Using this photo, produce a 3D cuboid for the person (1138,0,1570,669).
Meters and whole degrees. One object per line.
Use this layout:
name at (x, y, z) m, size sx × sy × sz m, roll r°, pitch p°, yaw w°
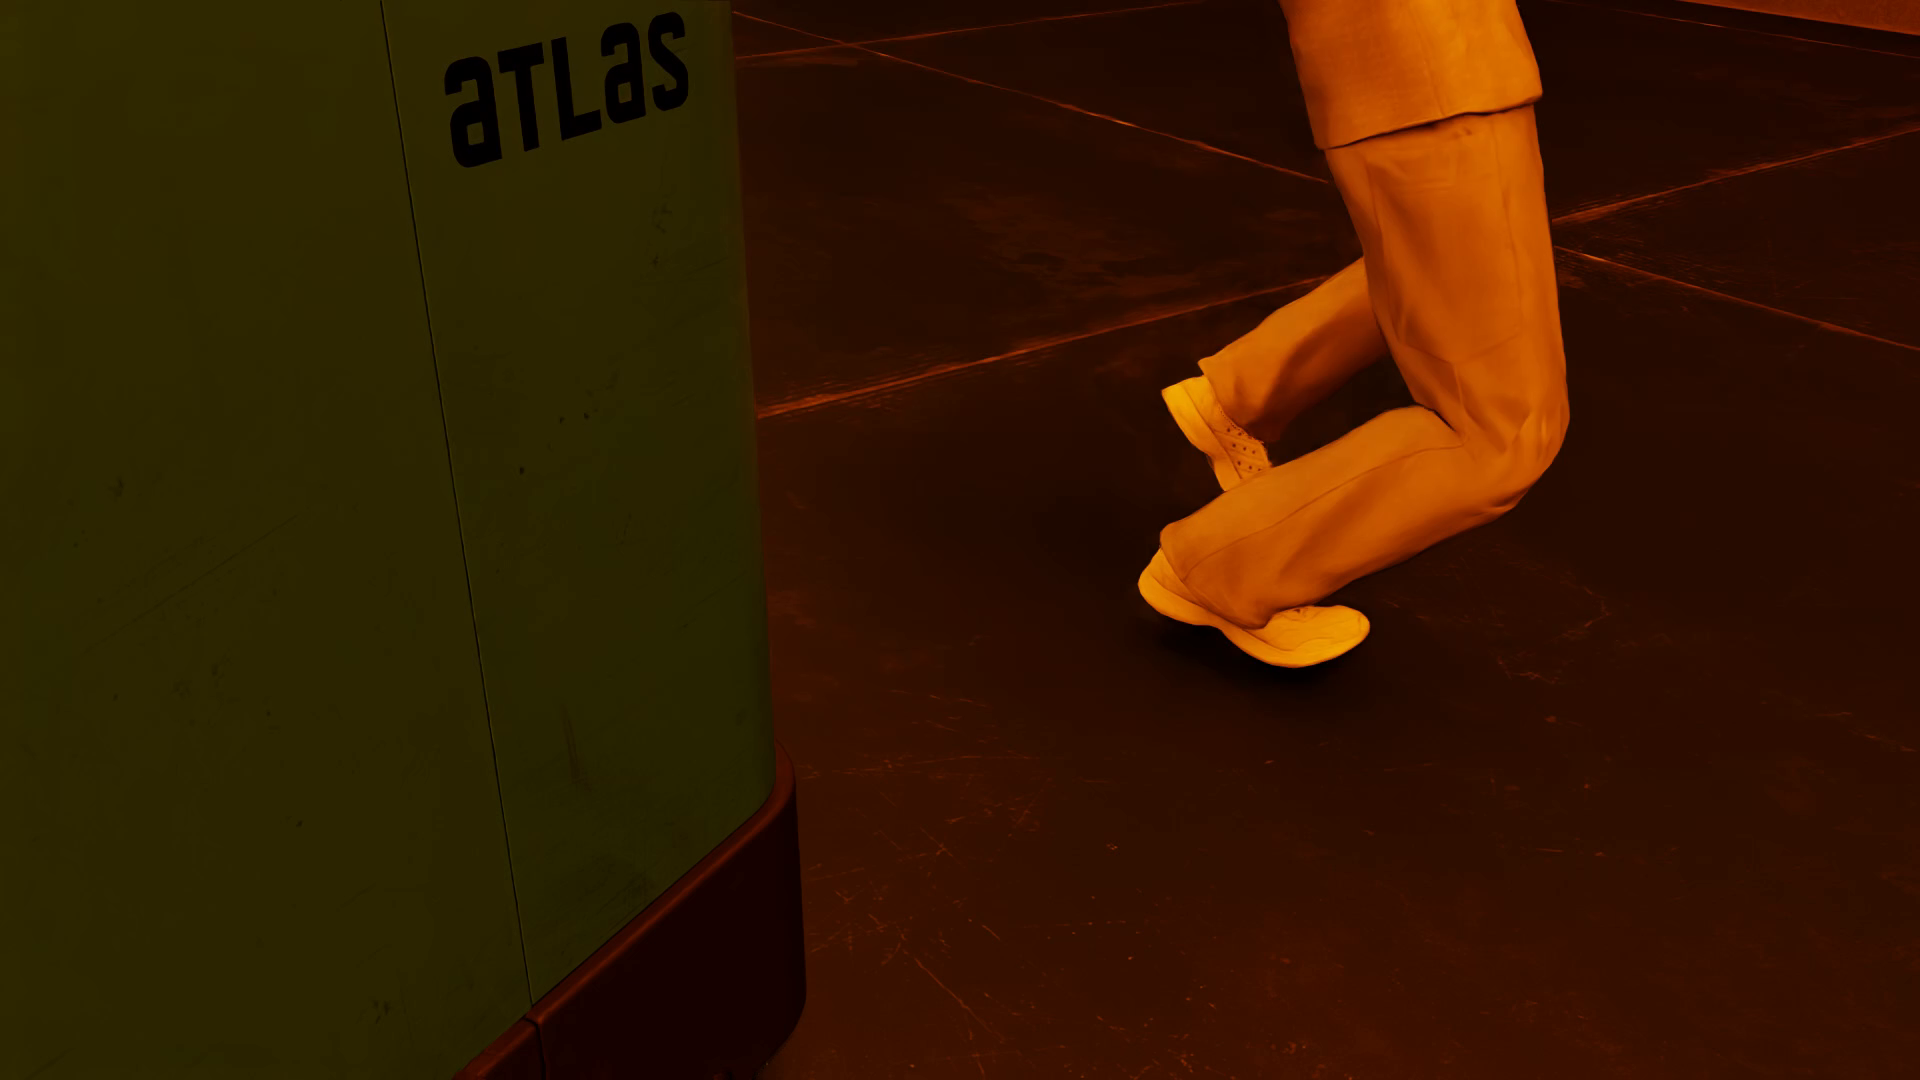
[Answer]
person at (0.418, -0.591, 1.915) m, size 0.692 × 1.556 × 0.880 m, roll 3°, pitch 27°, yaw 6°
